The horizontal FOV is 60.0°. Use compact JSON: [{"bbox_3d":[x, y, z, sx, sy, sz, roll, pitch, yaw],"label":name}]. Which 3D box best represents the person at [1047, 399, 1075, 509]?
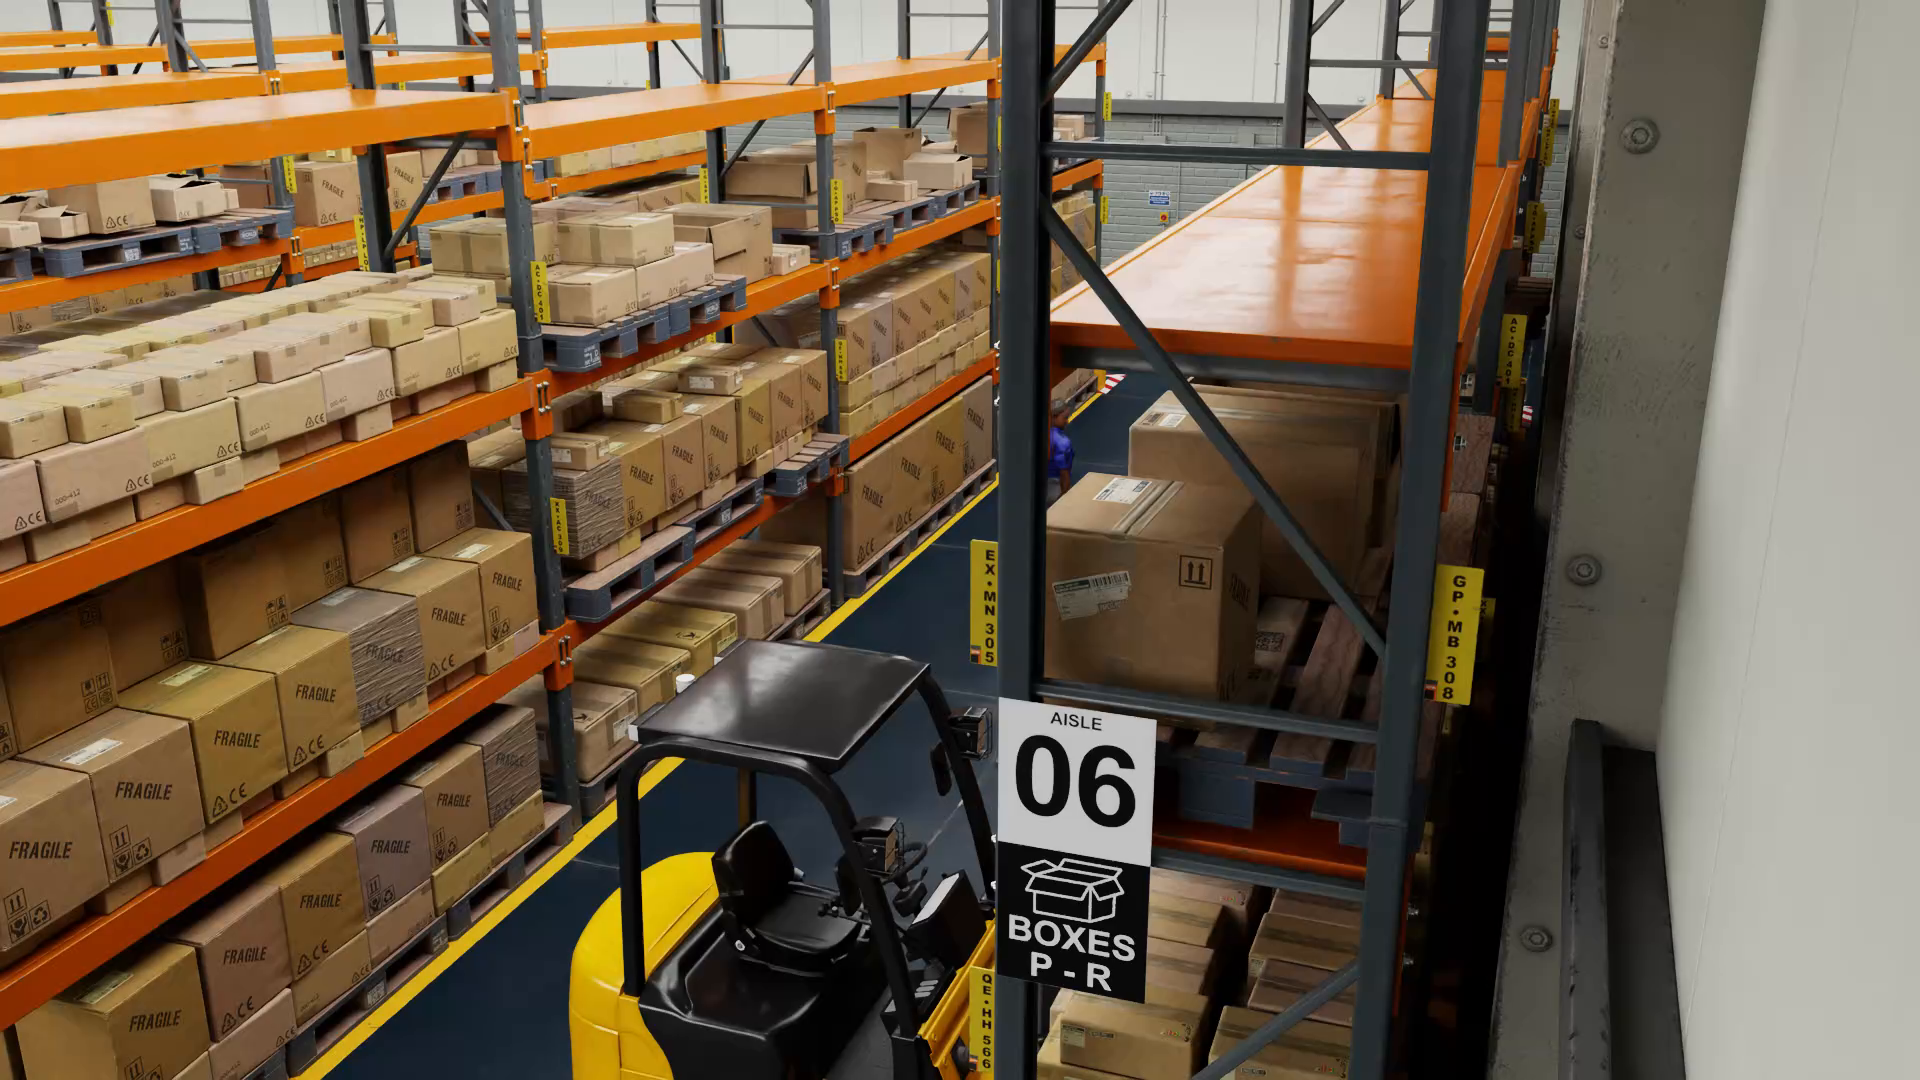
[{"bbox_3d":[0.729,-0.360,13.595,0.467,1.635,0.725,15,24,38],"label":"person"}]
